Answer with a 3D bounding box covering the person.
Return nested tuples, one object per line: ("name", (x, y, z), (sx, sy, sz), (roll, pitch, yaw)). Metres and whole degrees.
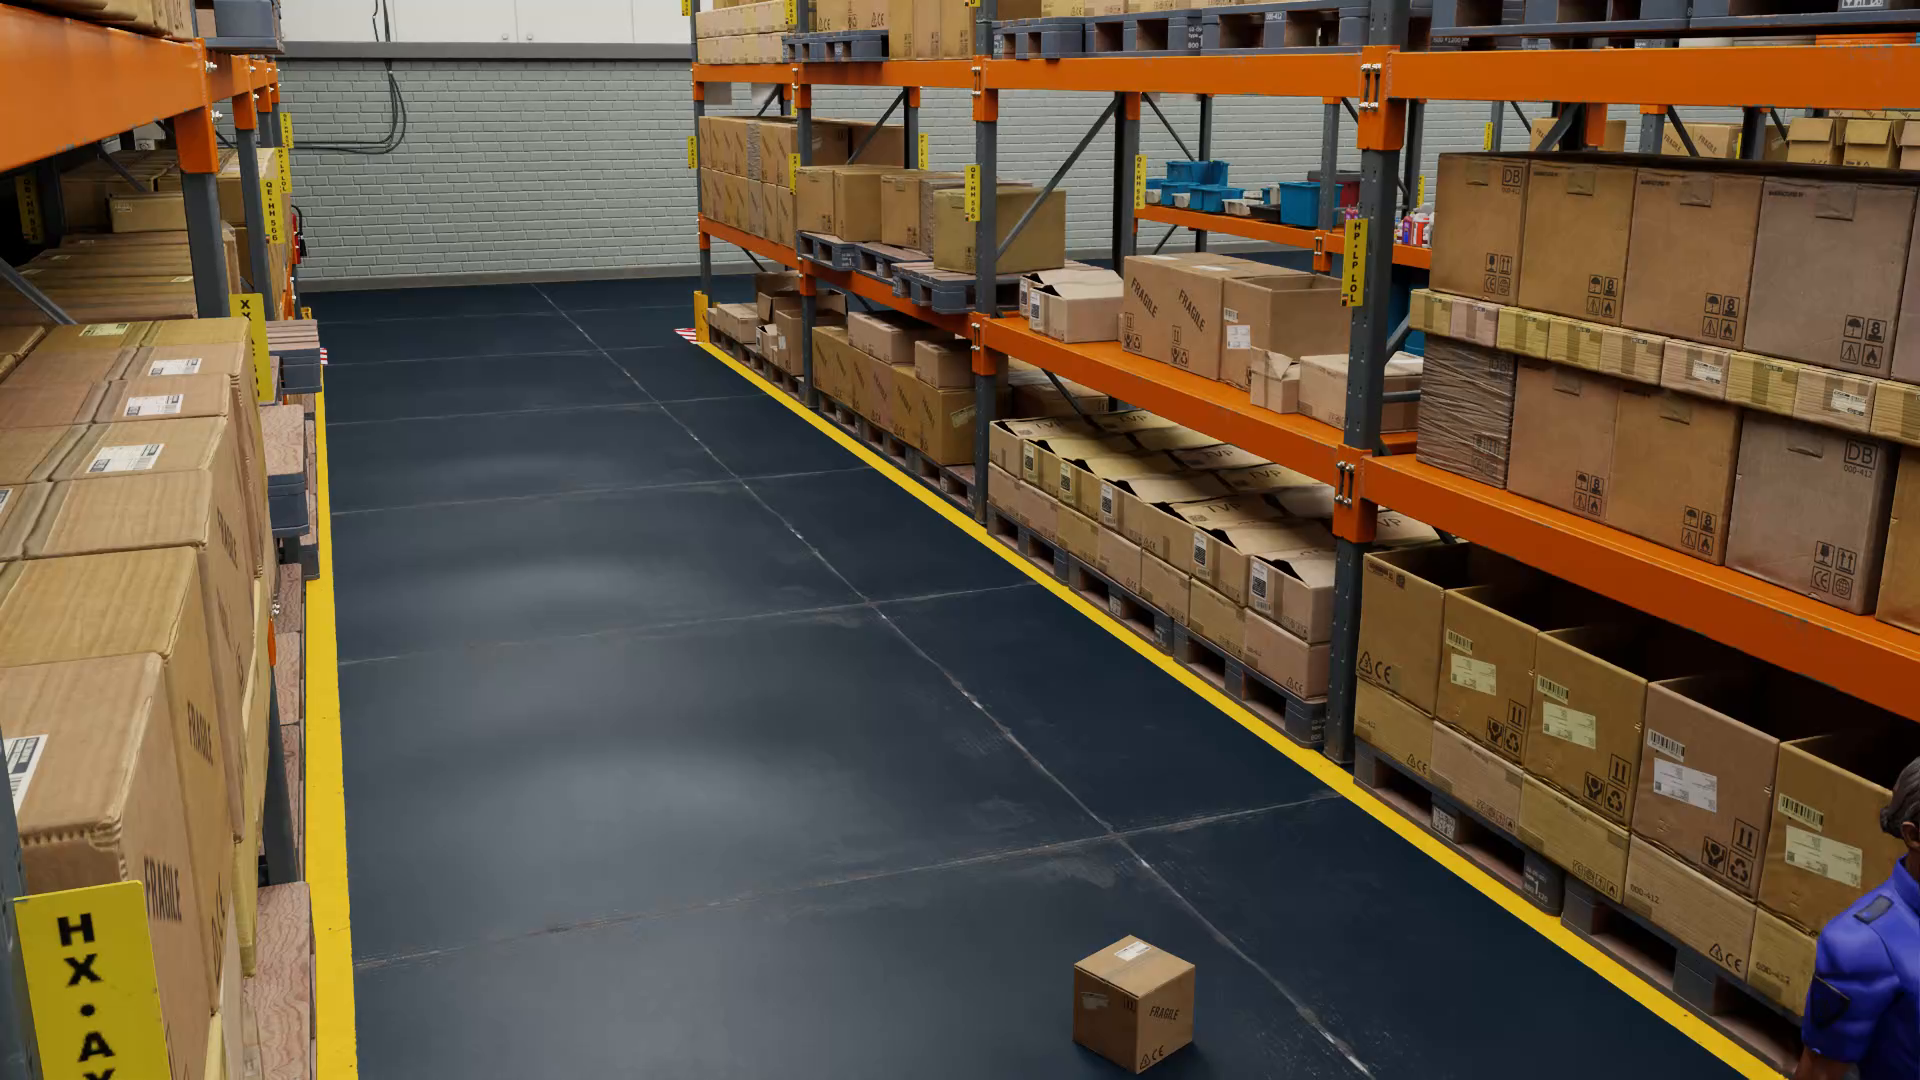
("person", (1.714, 1.140, 2.972), (0.444, 1.607, 0.943), (-8, 18, -27))
